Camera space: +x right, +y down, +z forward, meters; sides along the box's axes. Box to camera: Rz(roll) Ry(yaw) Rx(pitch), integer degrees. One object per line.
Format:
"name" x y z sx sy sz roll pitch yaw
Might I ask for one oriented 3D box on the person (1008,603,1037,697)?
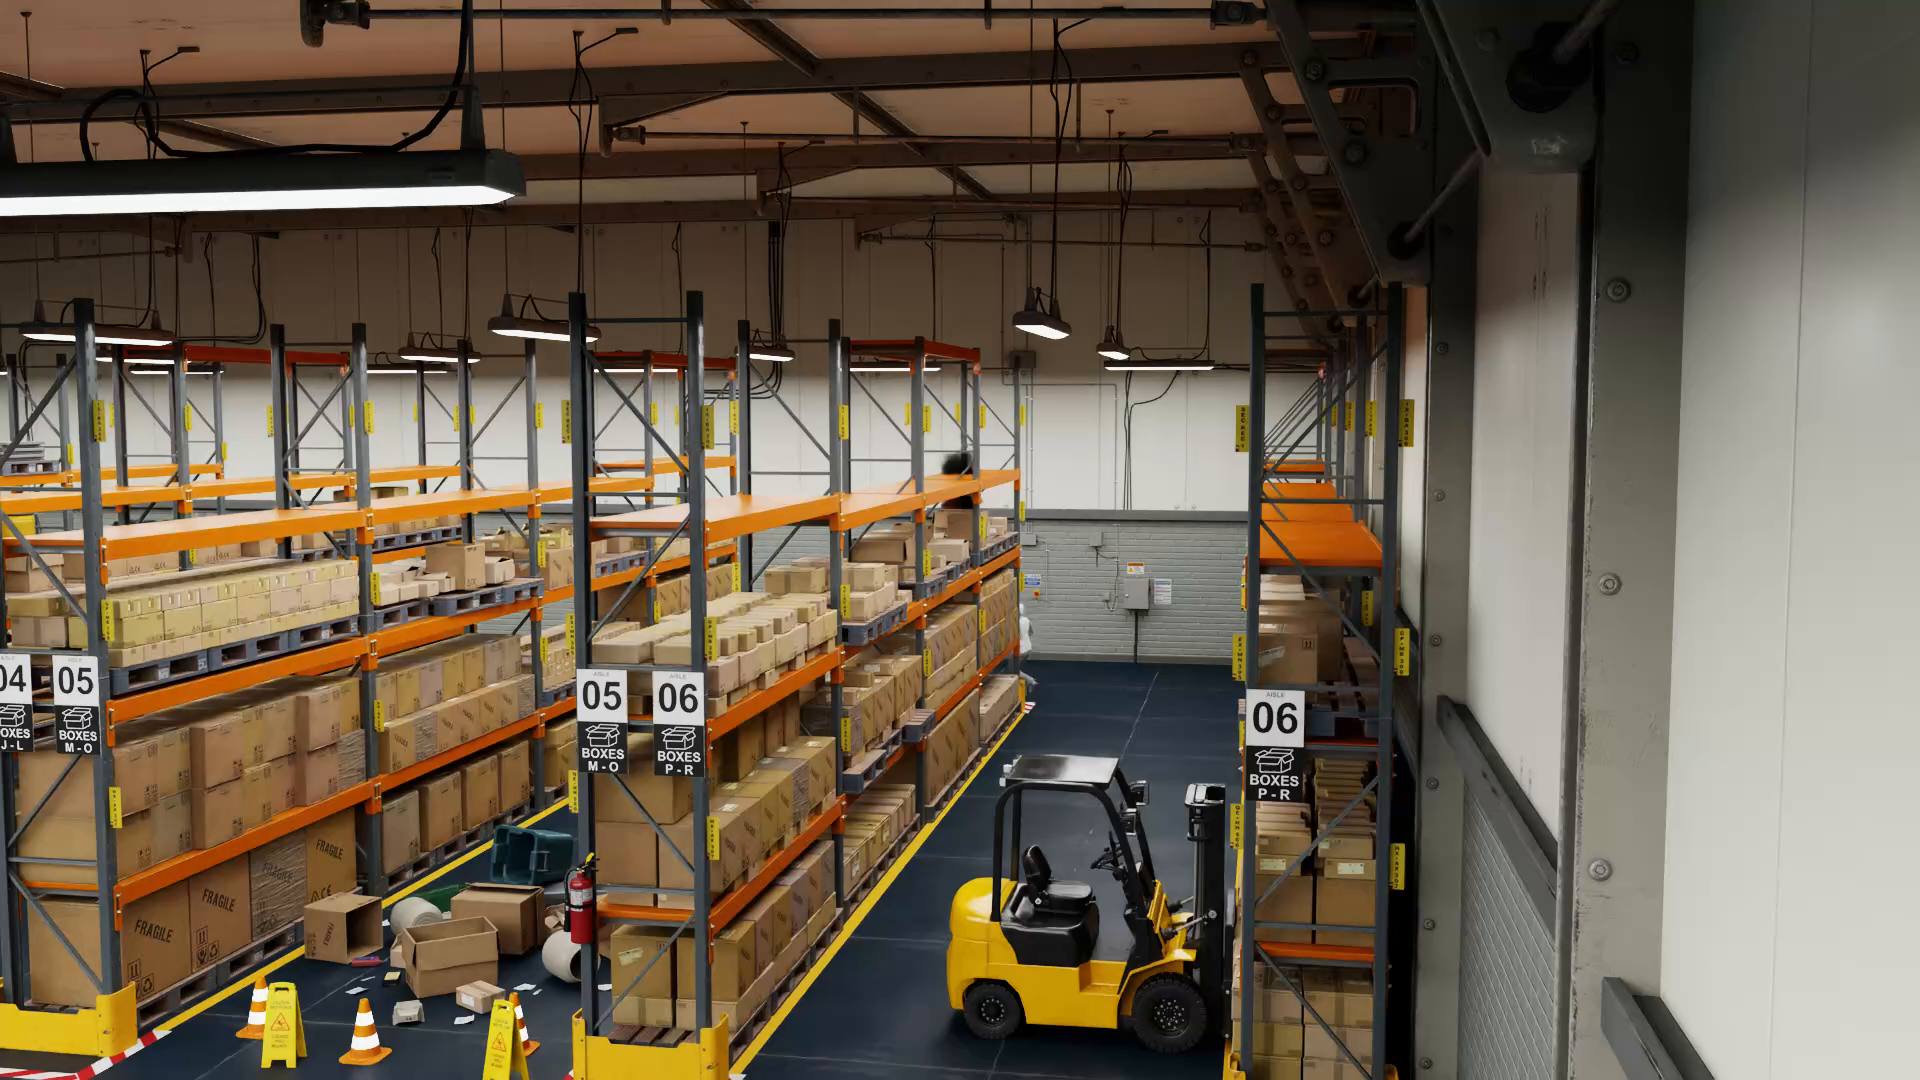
"person" 1.059 1.952 29.429 0.638 1.719 0.690 4 6 40
